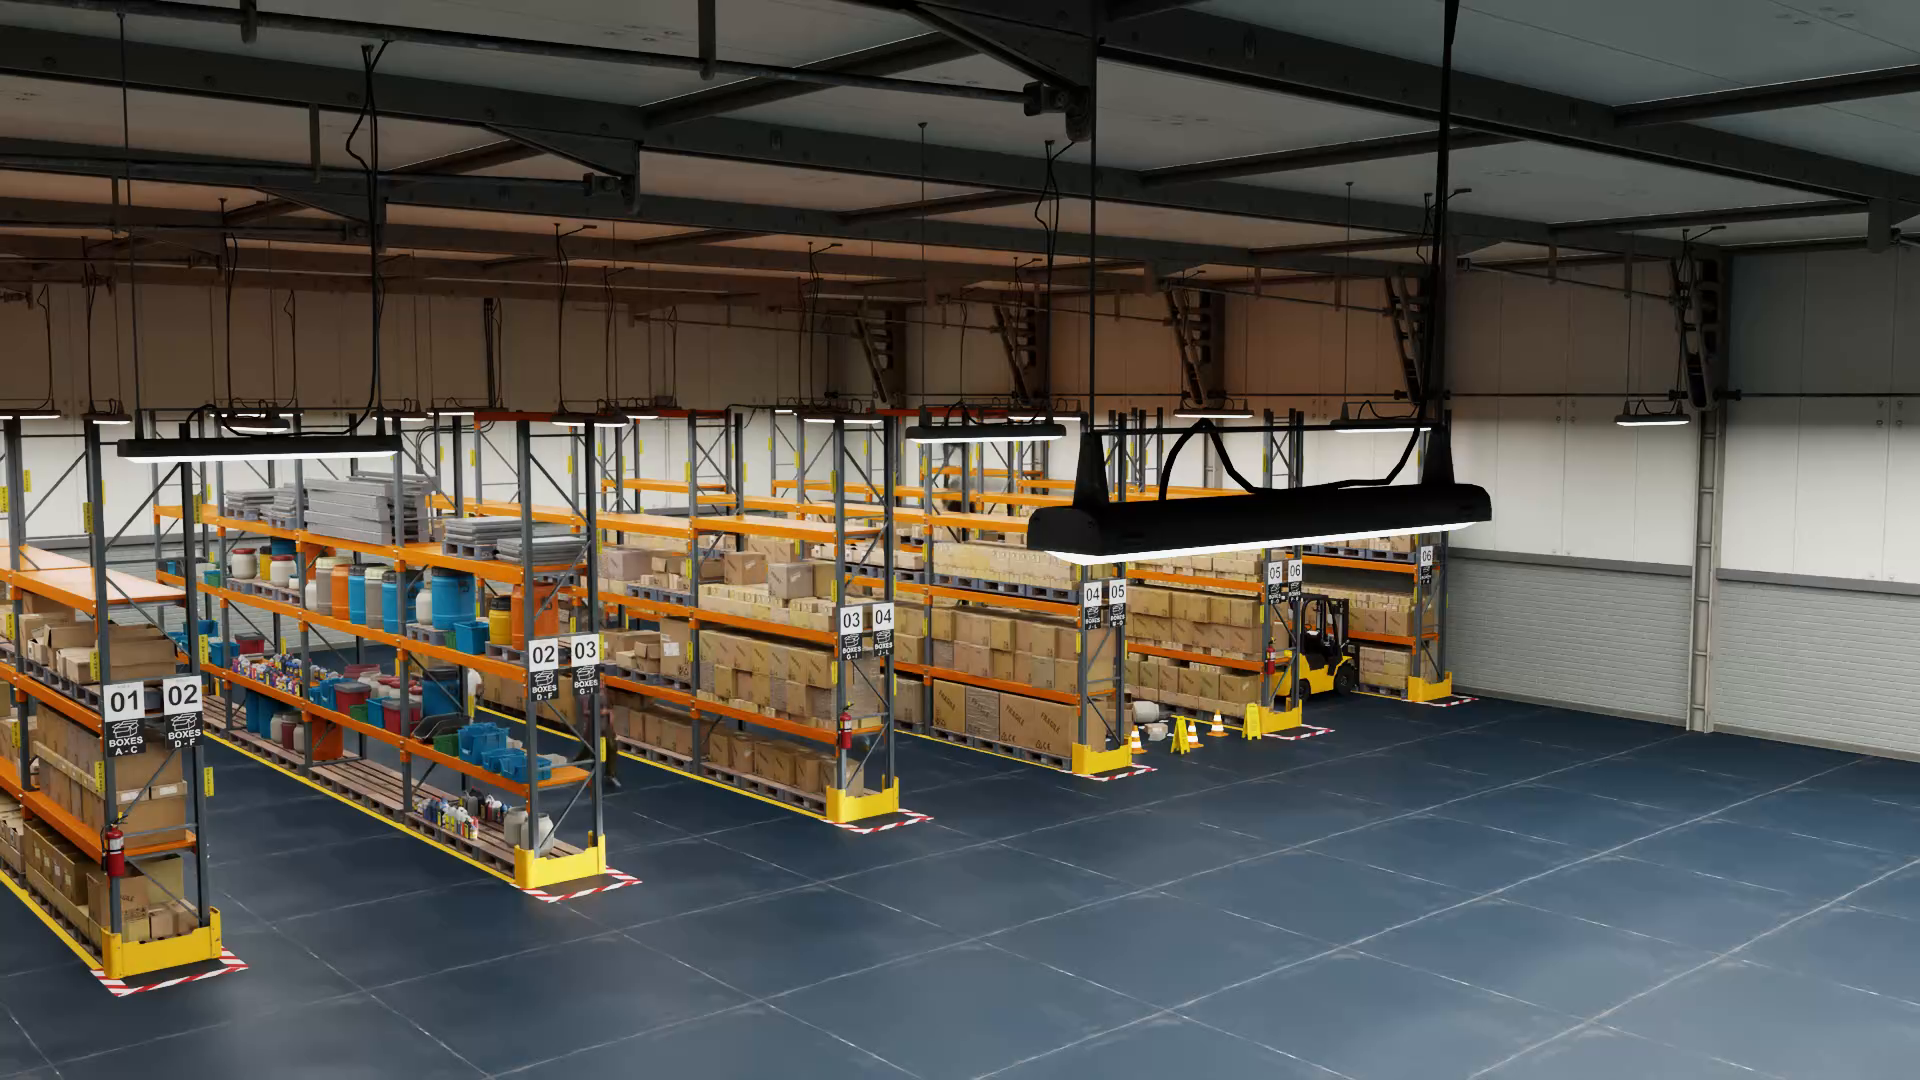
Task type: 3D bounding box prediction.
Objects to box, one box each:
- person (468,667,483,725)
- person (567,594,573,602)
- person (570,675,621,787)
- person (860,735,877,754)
[{"bbox_3d":[-8.687,2.892,29.205,0.751,1.823,0.670,4,6,35],"label":"person"},{"bbox_3d":[-9.371,2.030,40.005,0.667,1.589,0.599,3,6,34],"label":"person"},{"bbox_3d":[-5.918,3.072,27.025,1.002,1.829,0.728,4,6,38],"label":"person"},{"bbox_3d":[-1.896,2.869,29.388,0.869,1.809,0.670,3,6,29],"label":"person"}]
